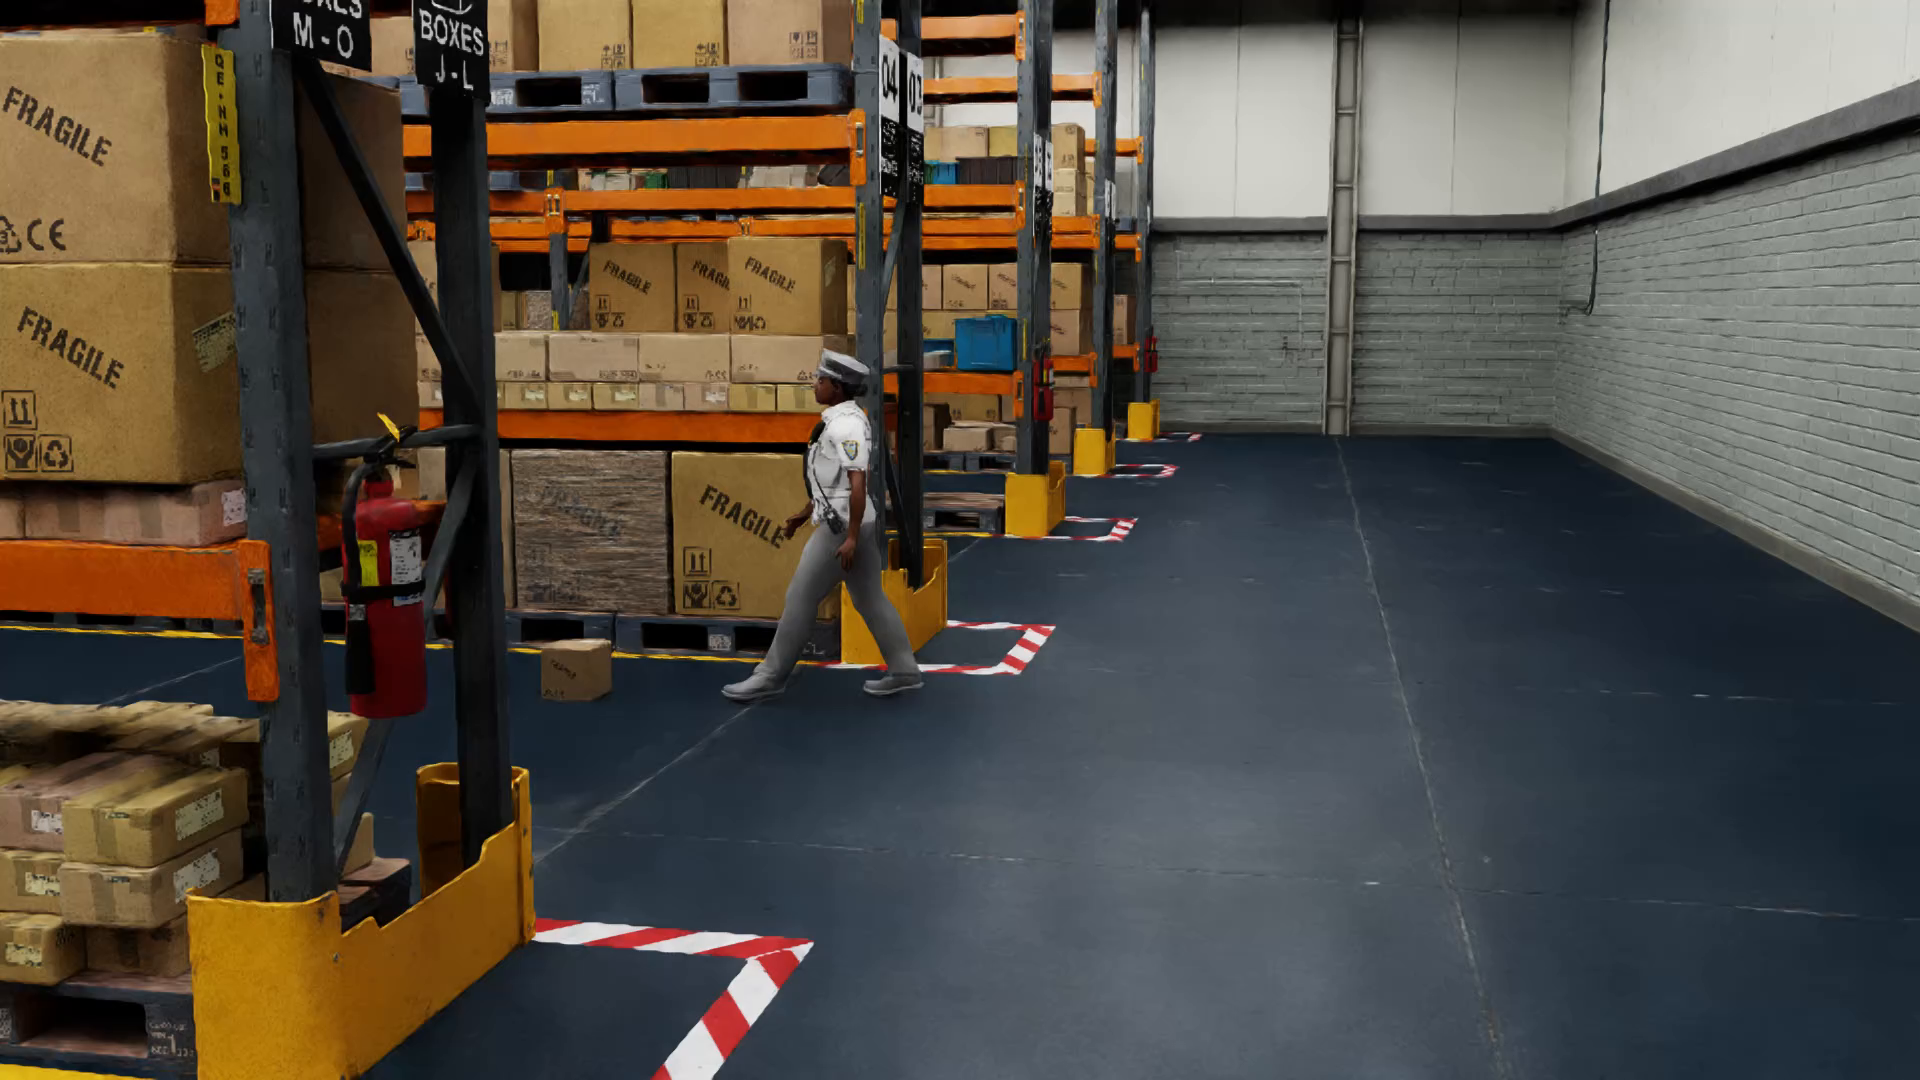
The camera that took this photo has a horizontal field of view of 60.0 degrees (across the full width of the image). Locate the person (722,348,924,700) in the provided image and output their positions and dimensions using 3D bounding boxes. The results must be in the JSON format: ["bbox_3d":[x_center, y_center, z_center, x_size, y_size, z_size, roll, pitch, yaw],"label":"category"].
[{"bbox_3d":[-0.646,-0.070,7.763,0.945,1.647,0.576,0,8,1],"label":"person"}]
